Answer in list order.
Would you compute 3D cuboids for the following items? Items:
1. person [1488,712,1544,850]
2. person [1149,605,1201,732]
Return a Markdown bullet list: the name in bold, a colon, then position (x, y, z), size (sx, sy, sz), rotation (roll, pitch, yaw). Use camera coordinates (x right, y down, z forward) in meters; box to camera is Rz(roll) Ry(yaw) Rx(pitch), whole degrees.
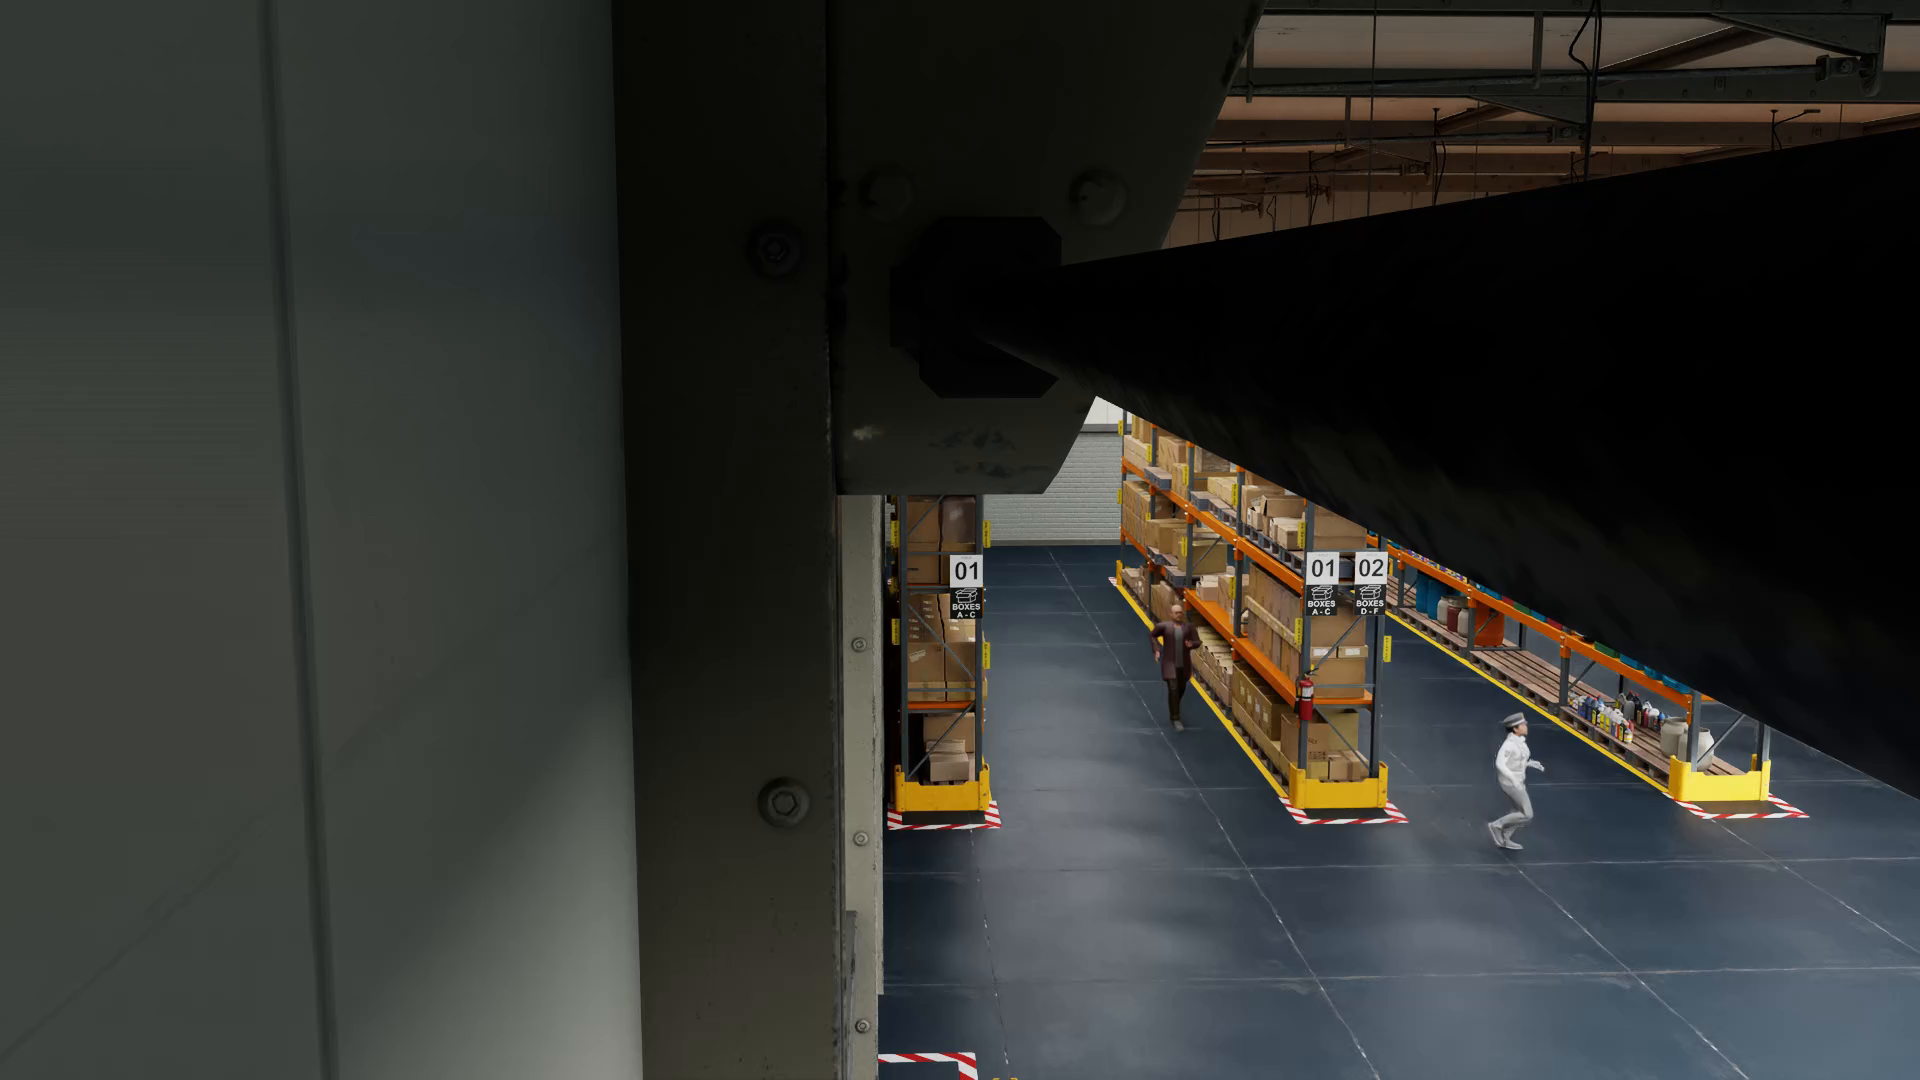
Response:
- **person**: position (6.328, 2.750, 18.912), size (0.569, 1.646, 0.629), rotation (4, 9, 23)
- **person**: position (3.177, 1.831, 24.428), size (0.695, 1.780, 1.046), rotation (-1, 9, -10)
